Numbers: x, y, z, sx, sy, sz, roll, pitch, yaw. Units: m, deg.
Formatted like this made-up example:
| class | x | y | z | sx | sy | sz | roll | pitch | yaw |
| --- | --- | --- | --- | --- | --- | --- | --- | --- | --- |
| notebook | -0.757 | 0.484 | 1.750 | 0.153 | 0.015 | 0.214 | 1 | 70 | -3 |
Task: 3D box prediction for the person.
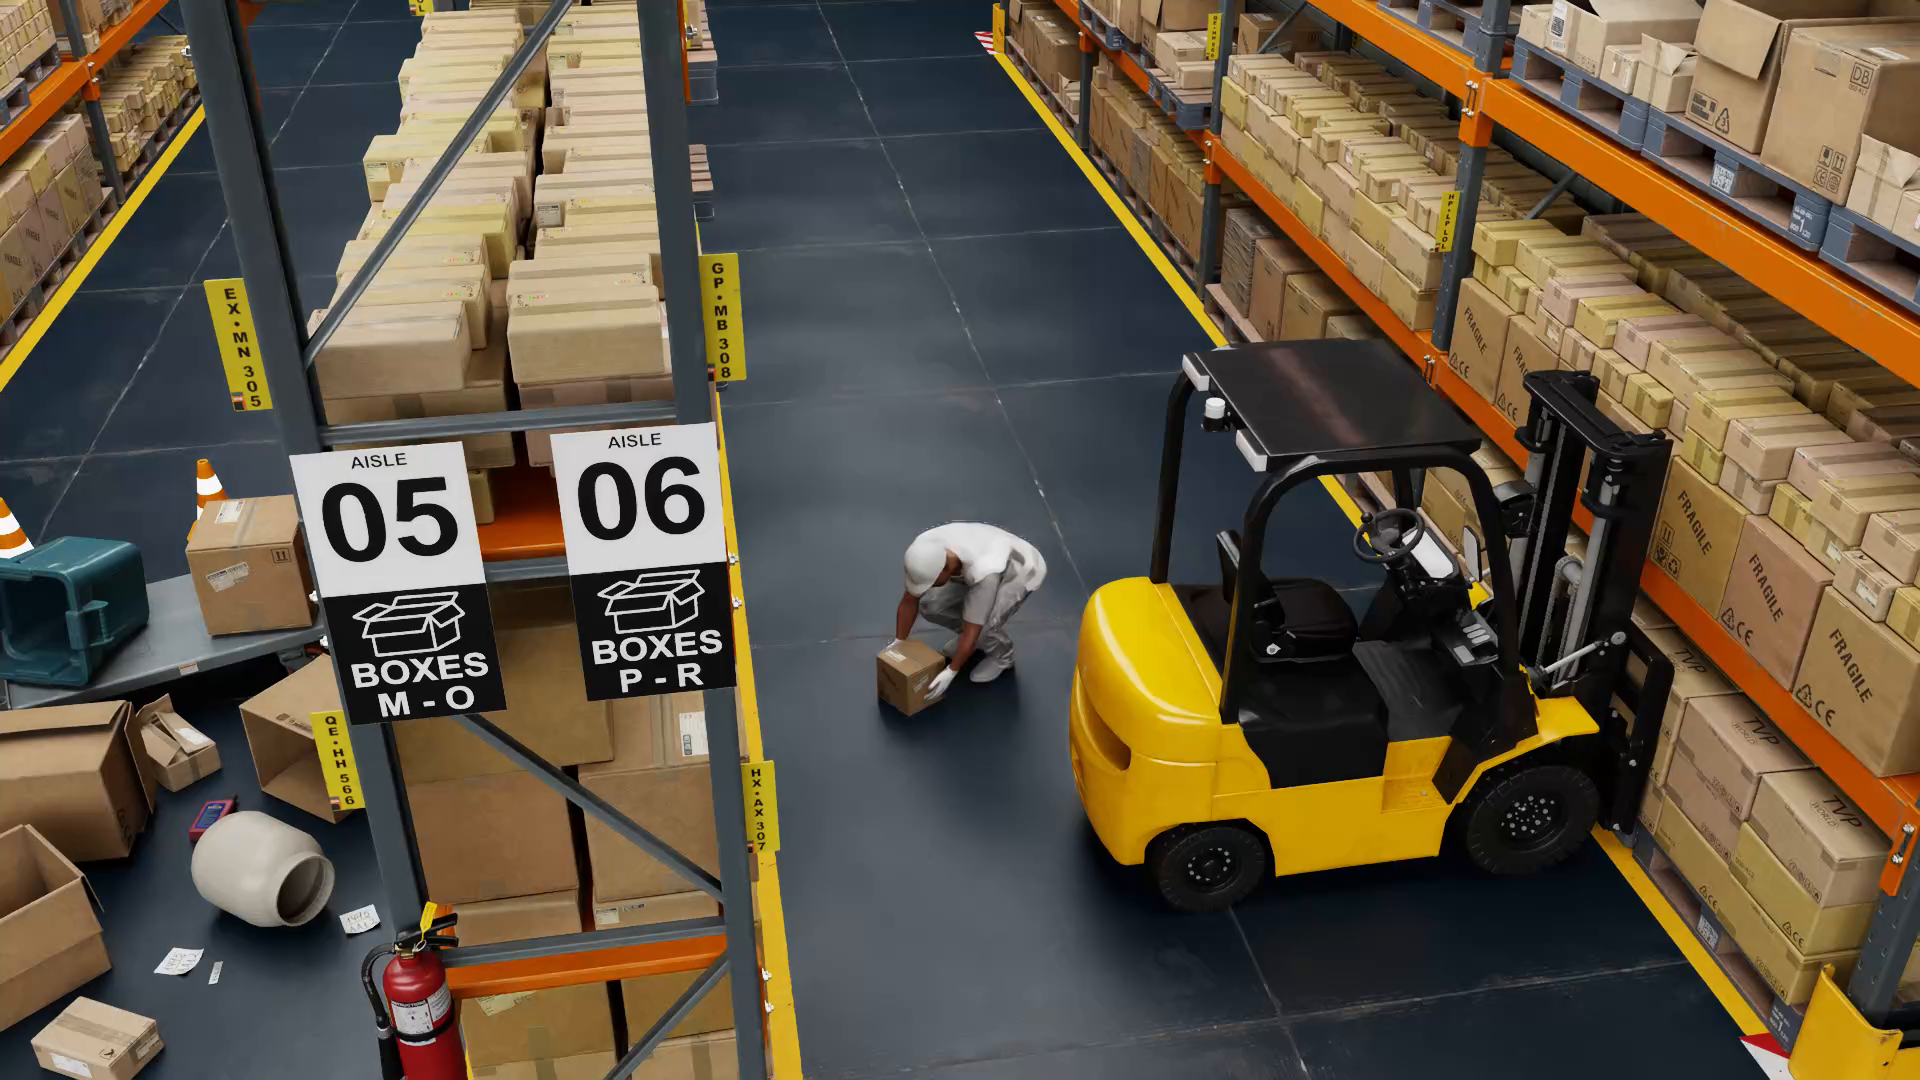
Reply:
| class | x | y | z | sx | sy | sz | roll | pitch | yaw |
| --- | --- | --- | --- | --- | --- | --- | --- | --- | --- |
| person | 0.050 | 0.287 | 8.474 | 0.923 | 0.936 | 0.574 | -25 | 38 | -35 |
